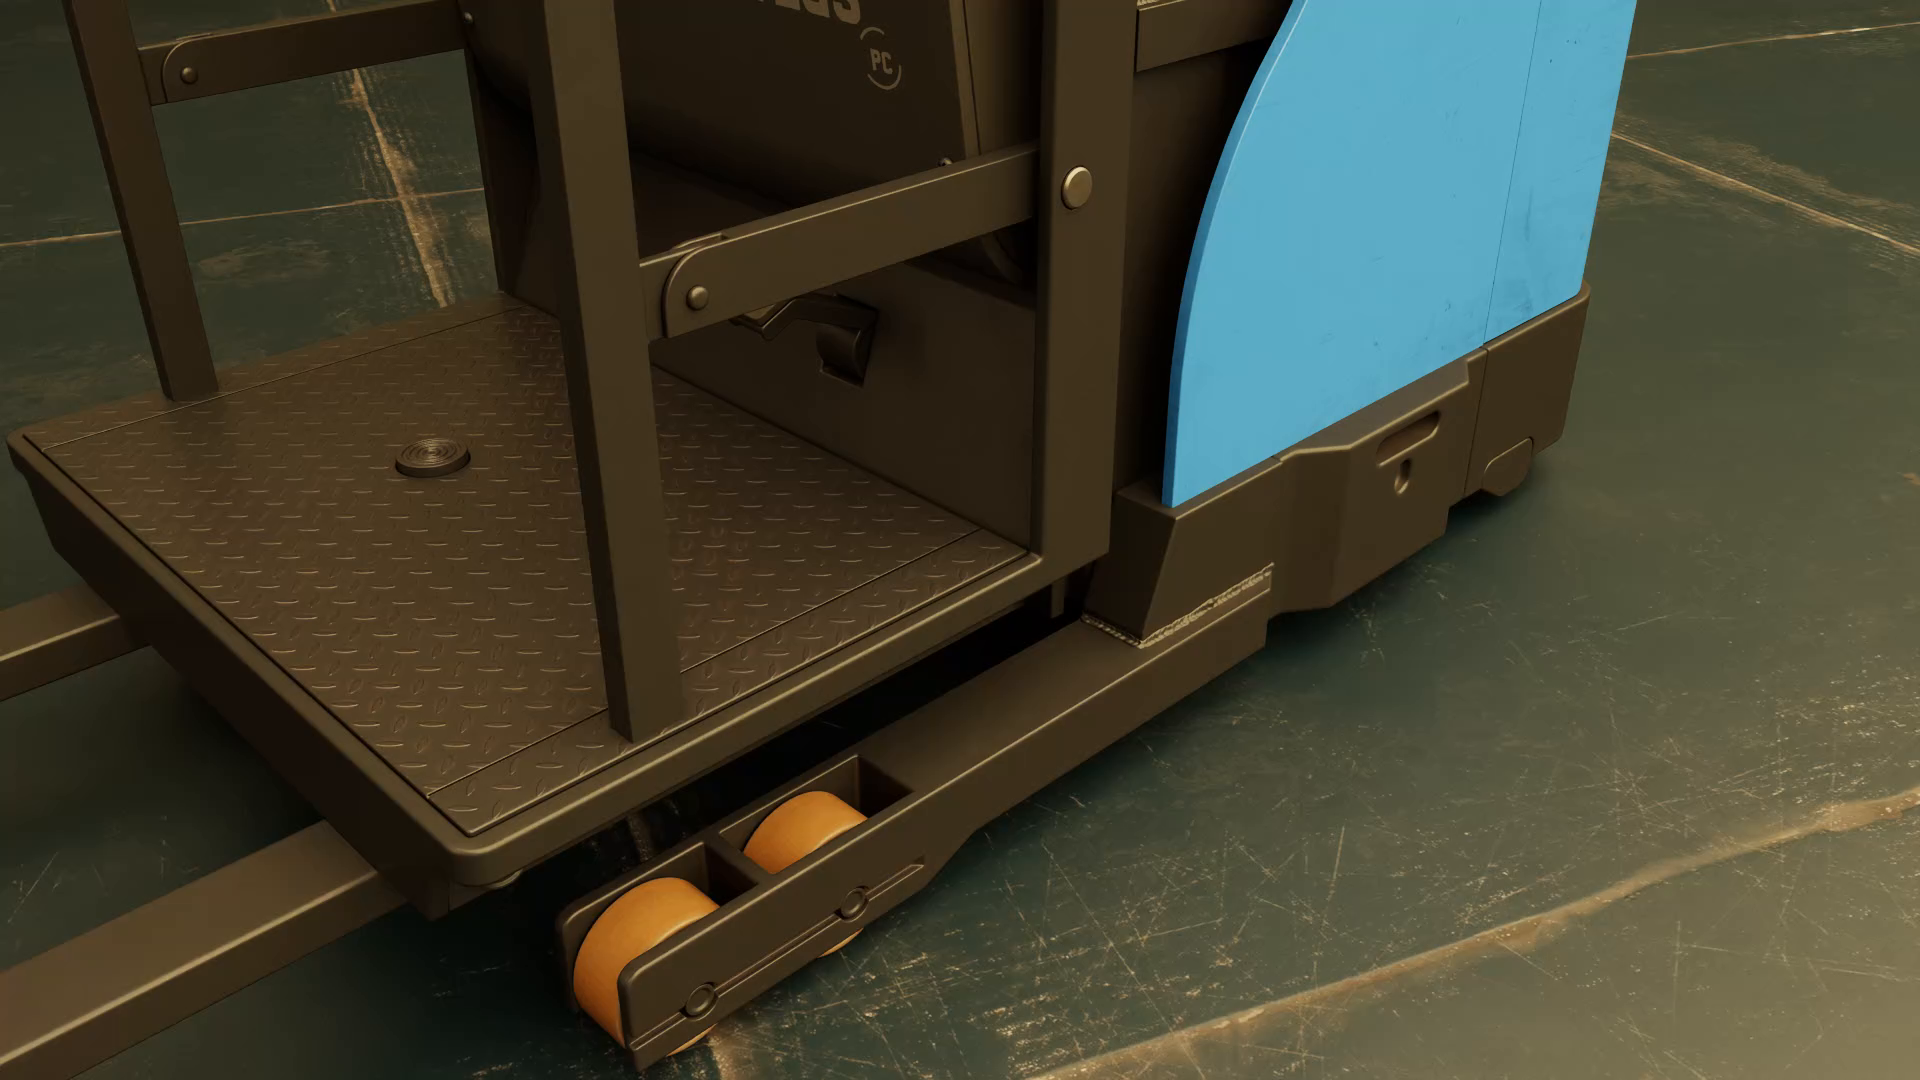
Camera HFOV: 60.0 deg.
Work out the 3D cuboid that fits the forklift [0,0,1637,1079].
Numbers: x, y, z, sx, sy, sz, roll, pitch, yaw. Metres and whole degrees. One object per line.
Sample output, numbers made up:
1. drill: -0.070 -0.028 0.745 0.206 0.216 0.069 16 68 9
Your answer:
1. forklift: -0.435 -1.063 1.405 3.031 2.935 1.130 -26 39 -37
